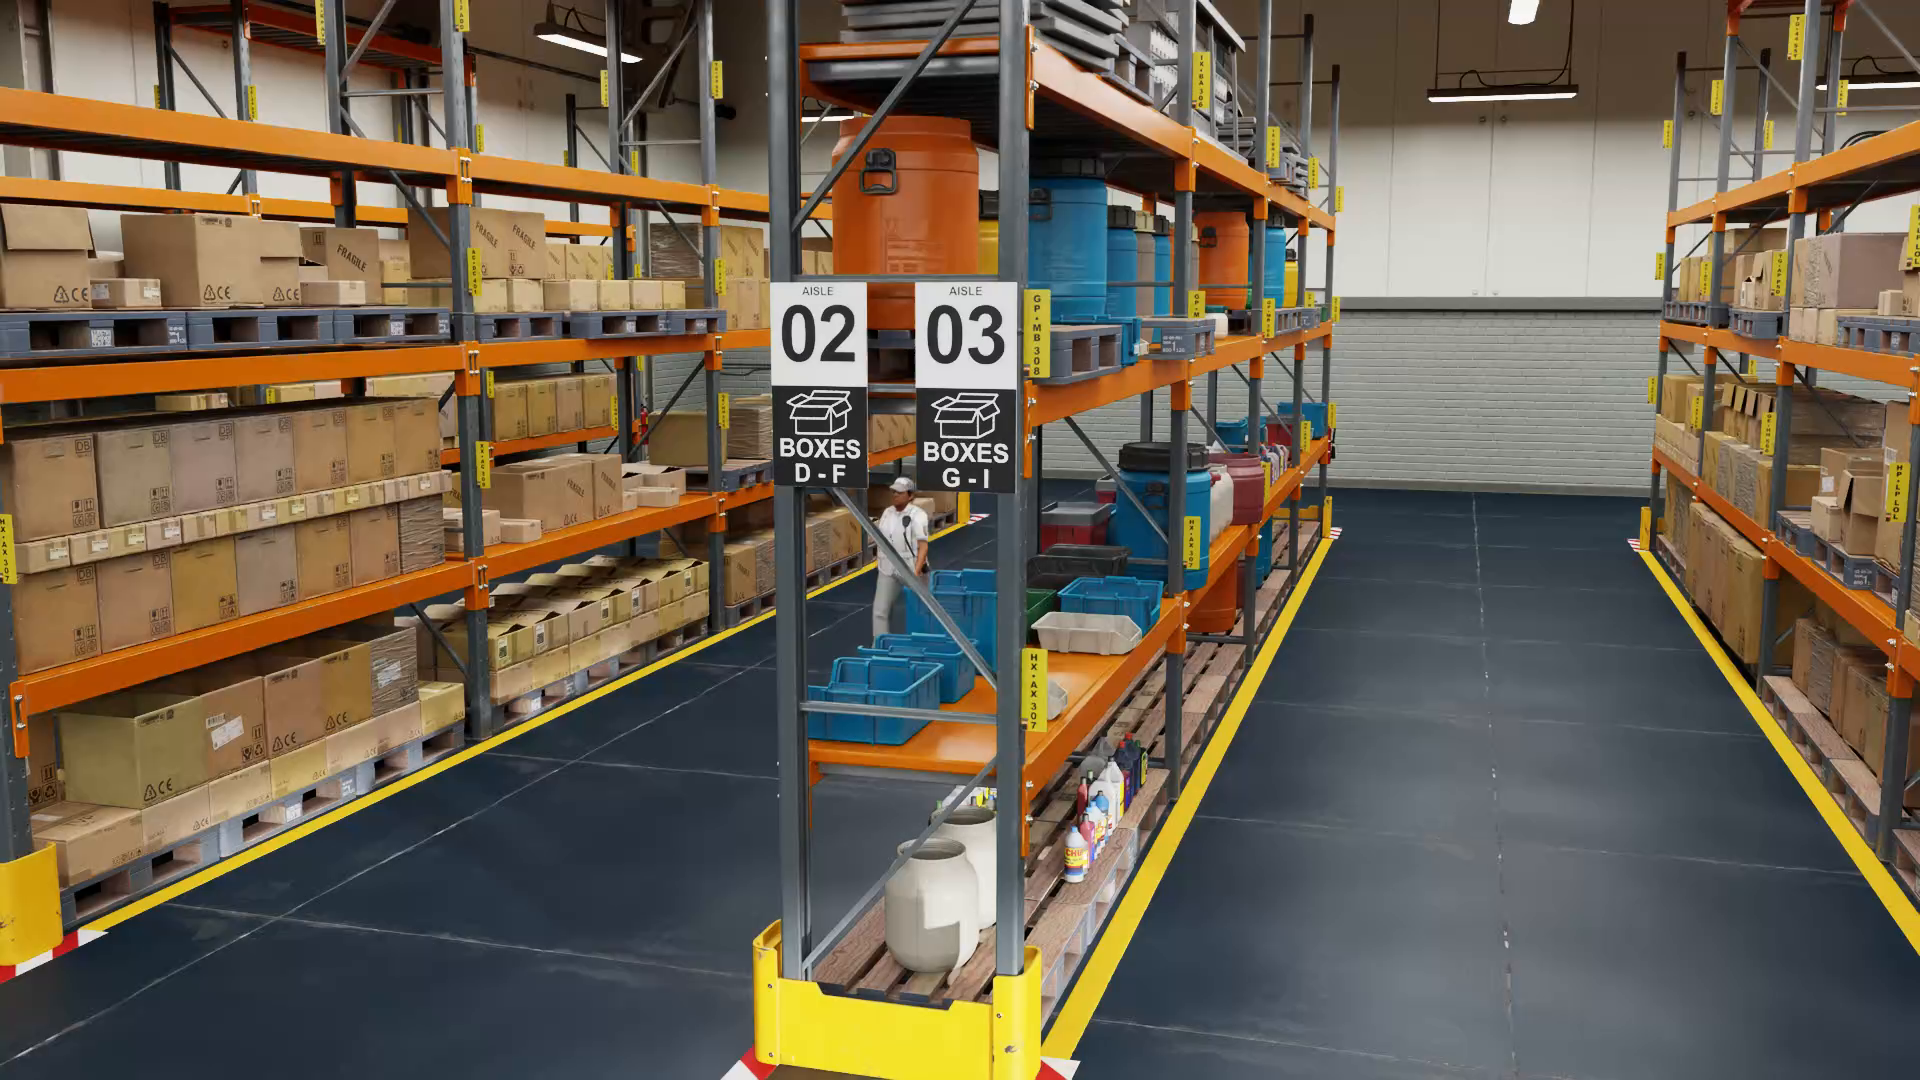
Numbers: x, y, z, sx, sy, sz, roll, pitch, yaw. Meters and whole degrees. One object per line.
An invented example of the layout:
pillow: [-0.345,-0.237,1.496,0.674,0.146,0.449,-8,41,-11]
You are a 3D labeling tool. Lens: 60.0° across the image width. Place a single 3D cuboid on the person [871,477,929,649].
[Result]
person: [-0.484,0.276,13.959,0.481,1.607,1.000,4,9,23]
